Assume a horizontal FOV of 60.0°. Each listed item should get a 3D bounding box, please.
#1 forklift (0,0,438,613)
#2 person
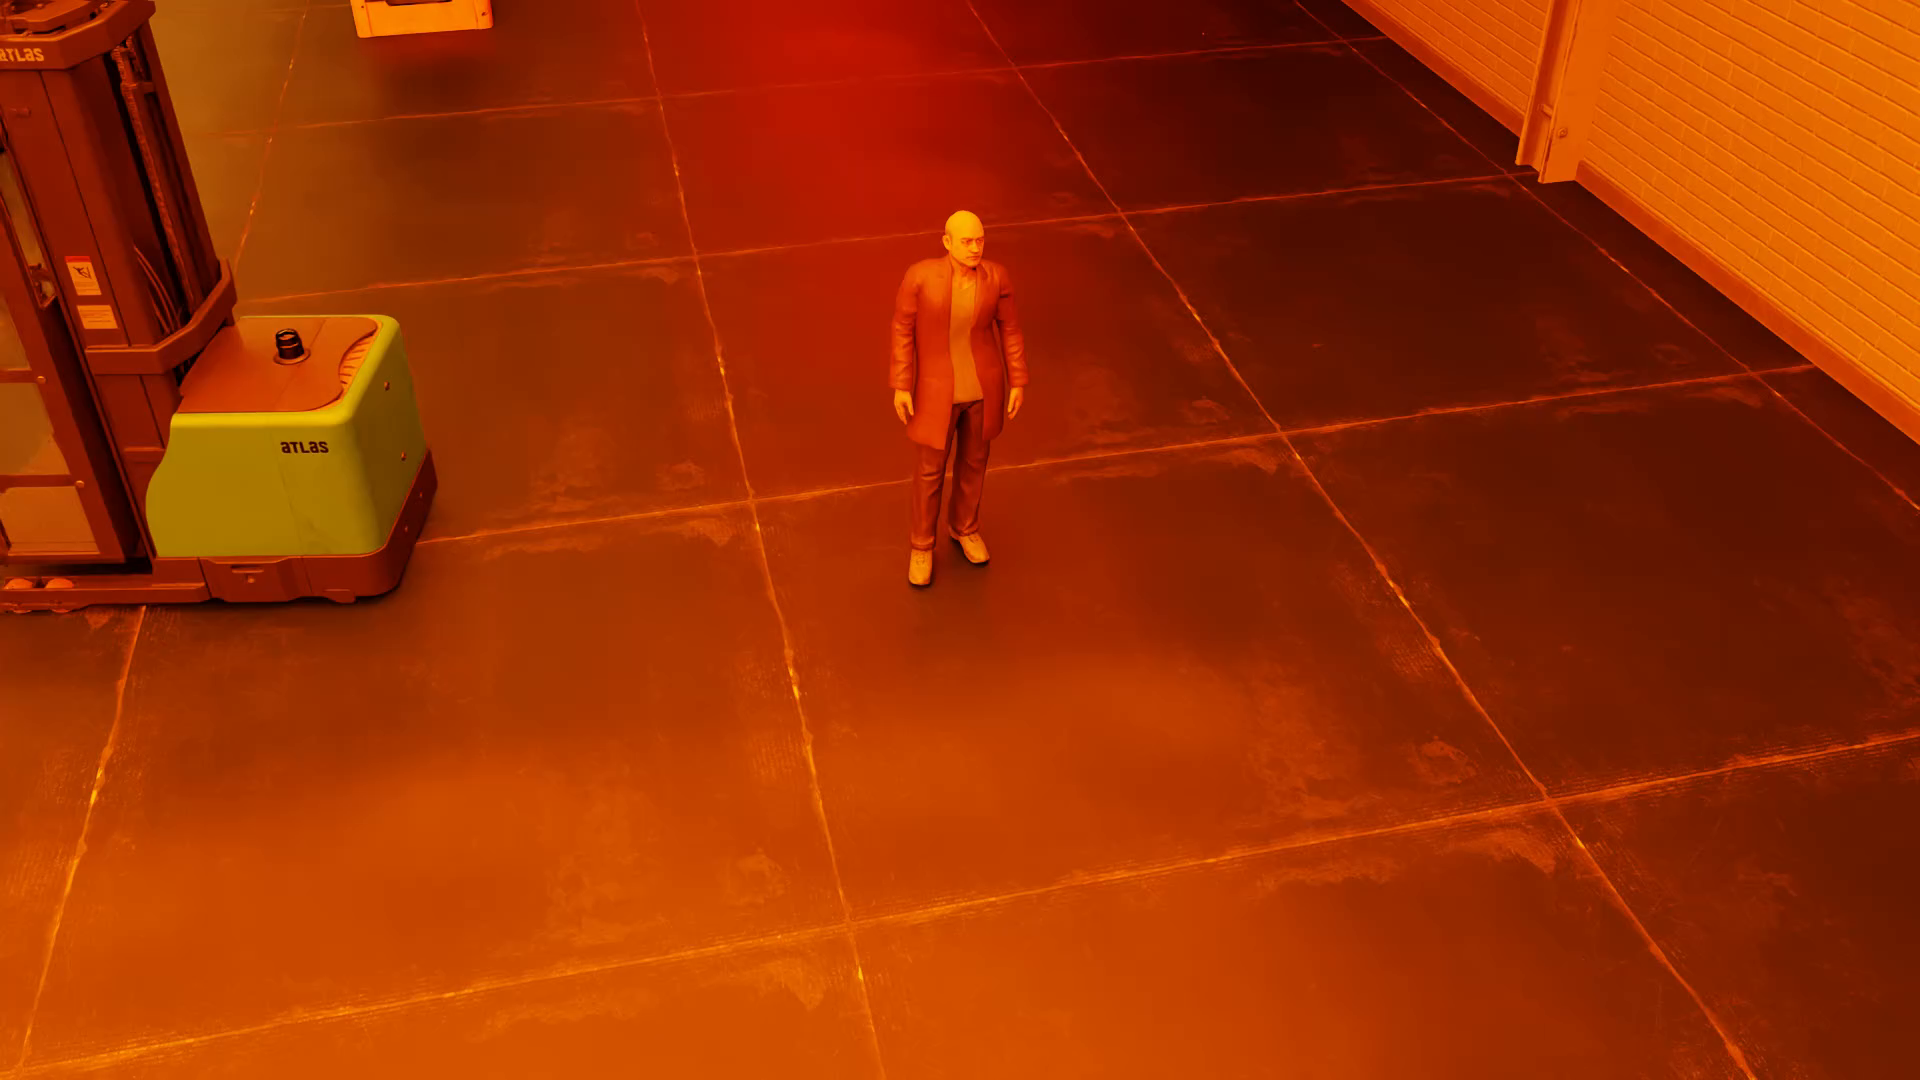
[{"bbox_3d":[-4.279,-1.148,7.646,3.031,2.935,1.130,-1,36,-1],"label":"forklift"},{"bbox_3d":[0.016,-0.675,7.964,0.696,1.775,0.582,-8,36,-11],"label":"person"}]
